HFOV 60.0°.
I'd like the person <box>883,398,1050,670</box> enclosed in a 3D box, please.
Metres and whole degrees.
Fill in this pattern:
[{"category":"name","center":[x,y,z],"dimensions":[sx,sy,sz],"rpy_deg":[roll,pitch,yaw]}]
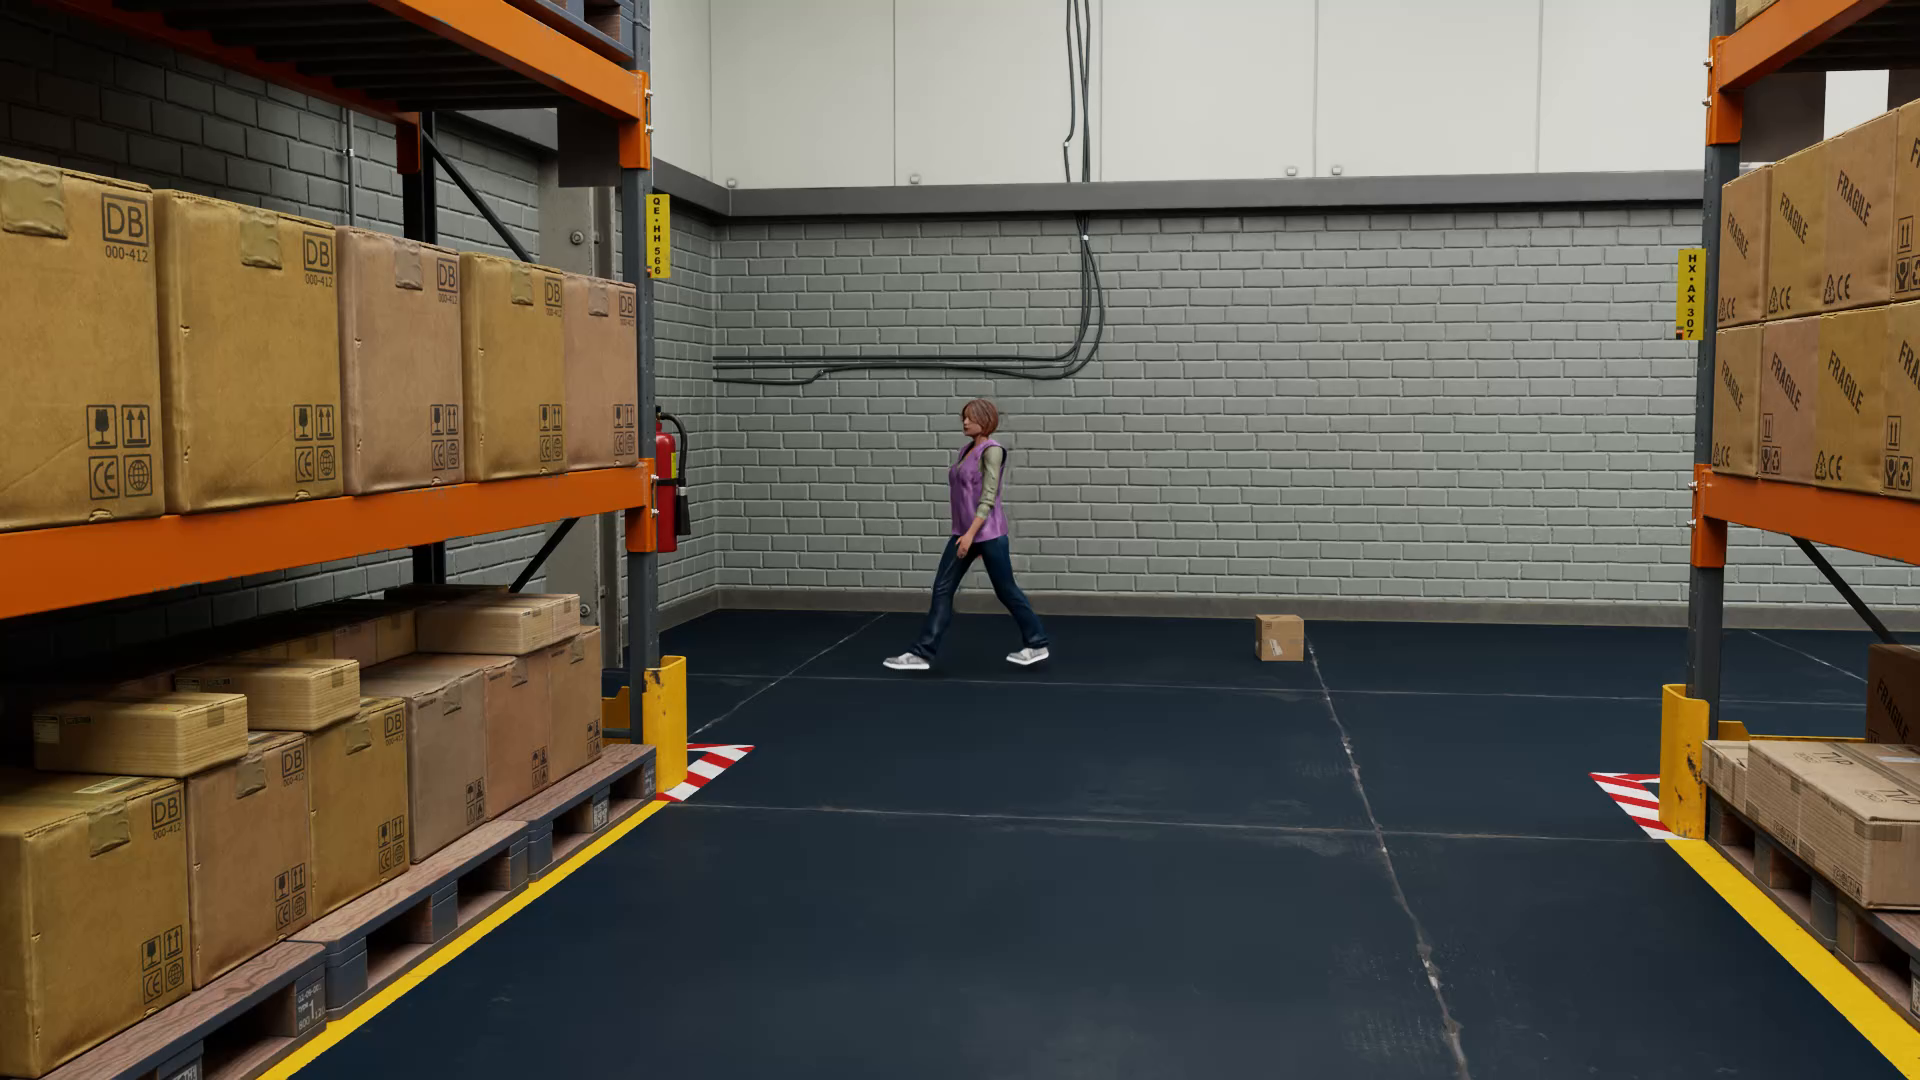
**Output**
[{"category":"person","center":[0.064,-0.033,9.385],"dimensions":[0.984,1.527,0.449],"rpy_deg":[-3,6,-32]}]
